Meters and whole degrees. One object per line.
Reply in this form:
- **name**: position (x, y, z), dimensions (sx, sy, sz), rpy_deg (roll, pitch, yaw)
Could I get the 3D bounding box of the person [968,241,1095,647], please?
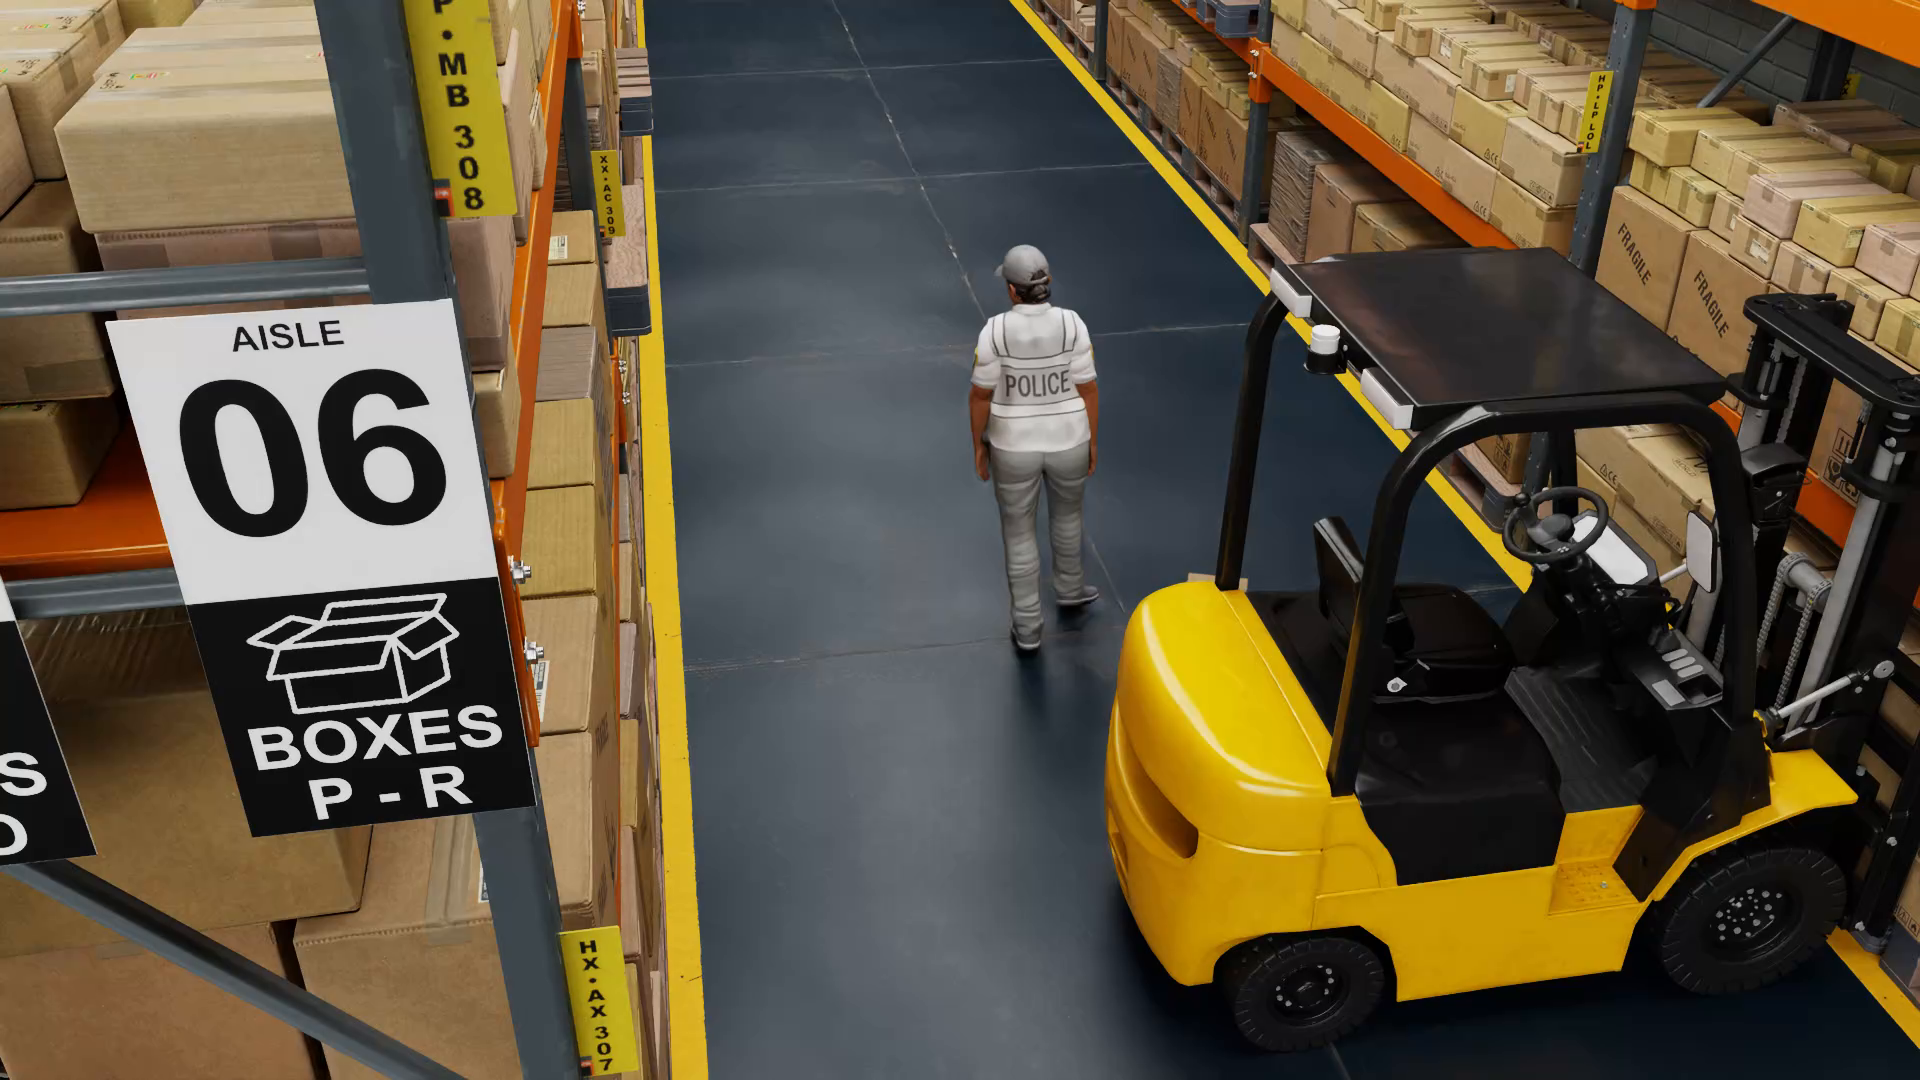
- **person**: position (0.330, -0.396, 6.811), dimensions (0.590, 1.683, 0.690), rpy_deg (-5, 31, -9)
